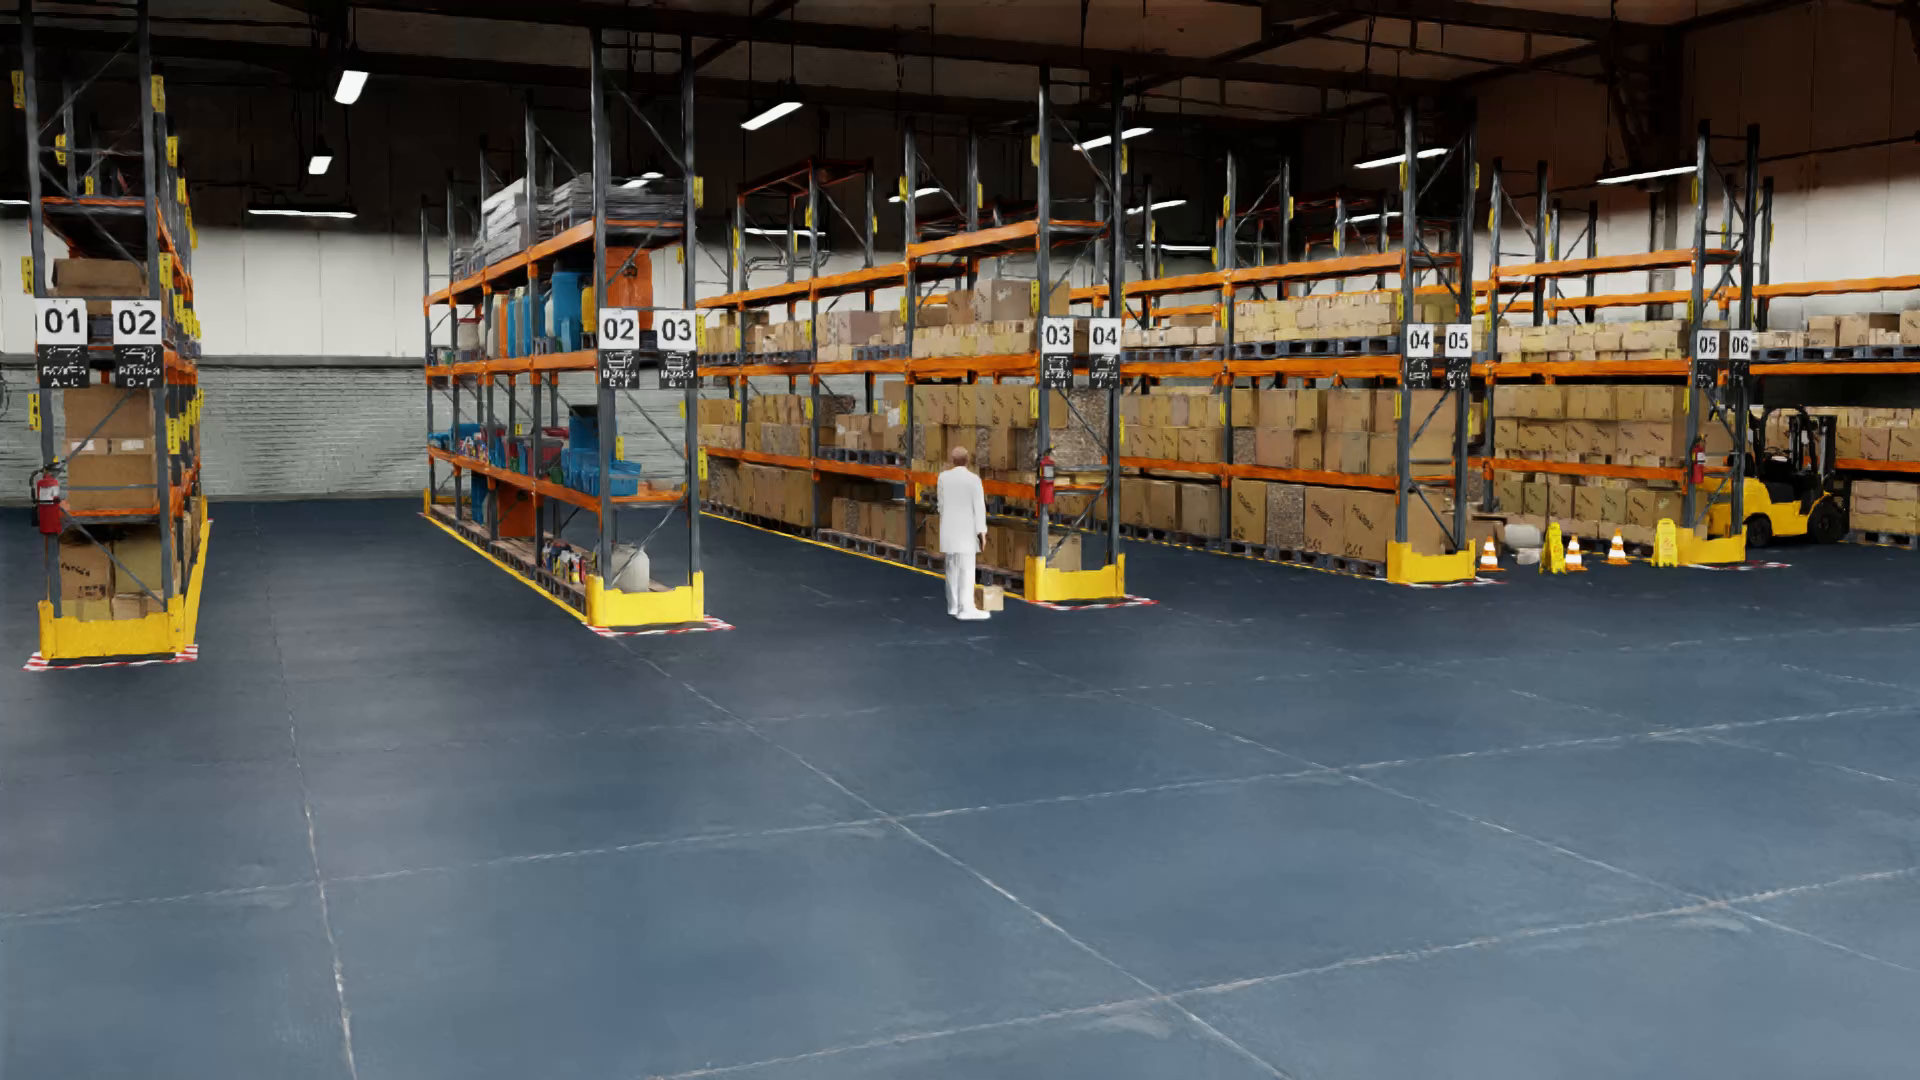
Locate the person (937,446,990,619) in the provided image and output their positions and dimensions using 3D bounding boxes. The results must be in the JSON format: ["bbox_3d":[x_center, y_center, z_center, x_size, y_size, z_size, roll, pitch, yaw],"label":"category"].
[{"bbox_3d":[0.080,-0.086,17.357,0.644,1.785,0.546,4,6,35],"label":"person"}]
